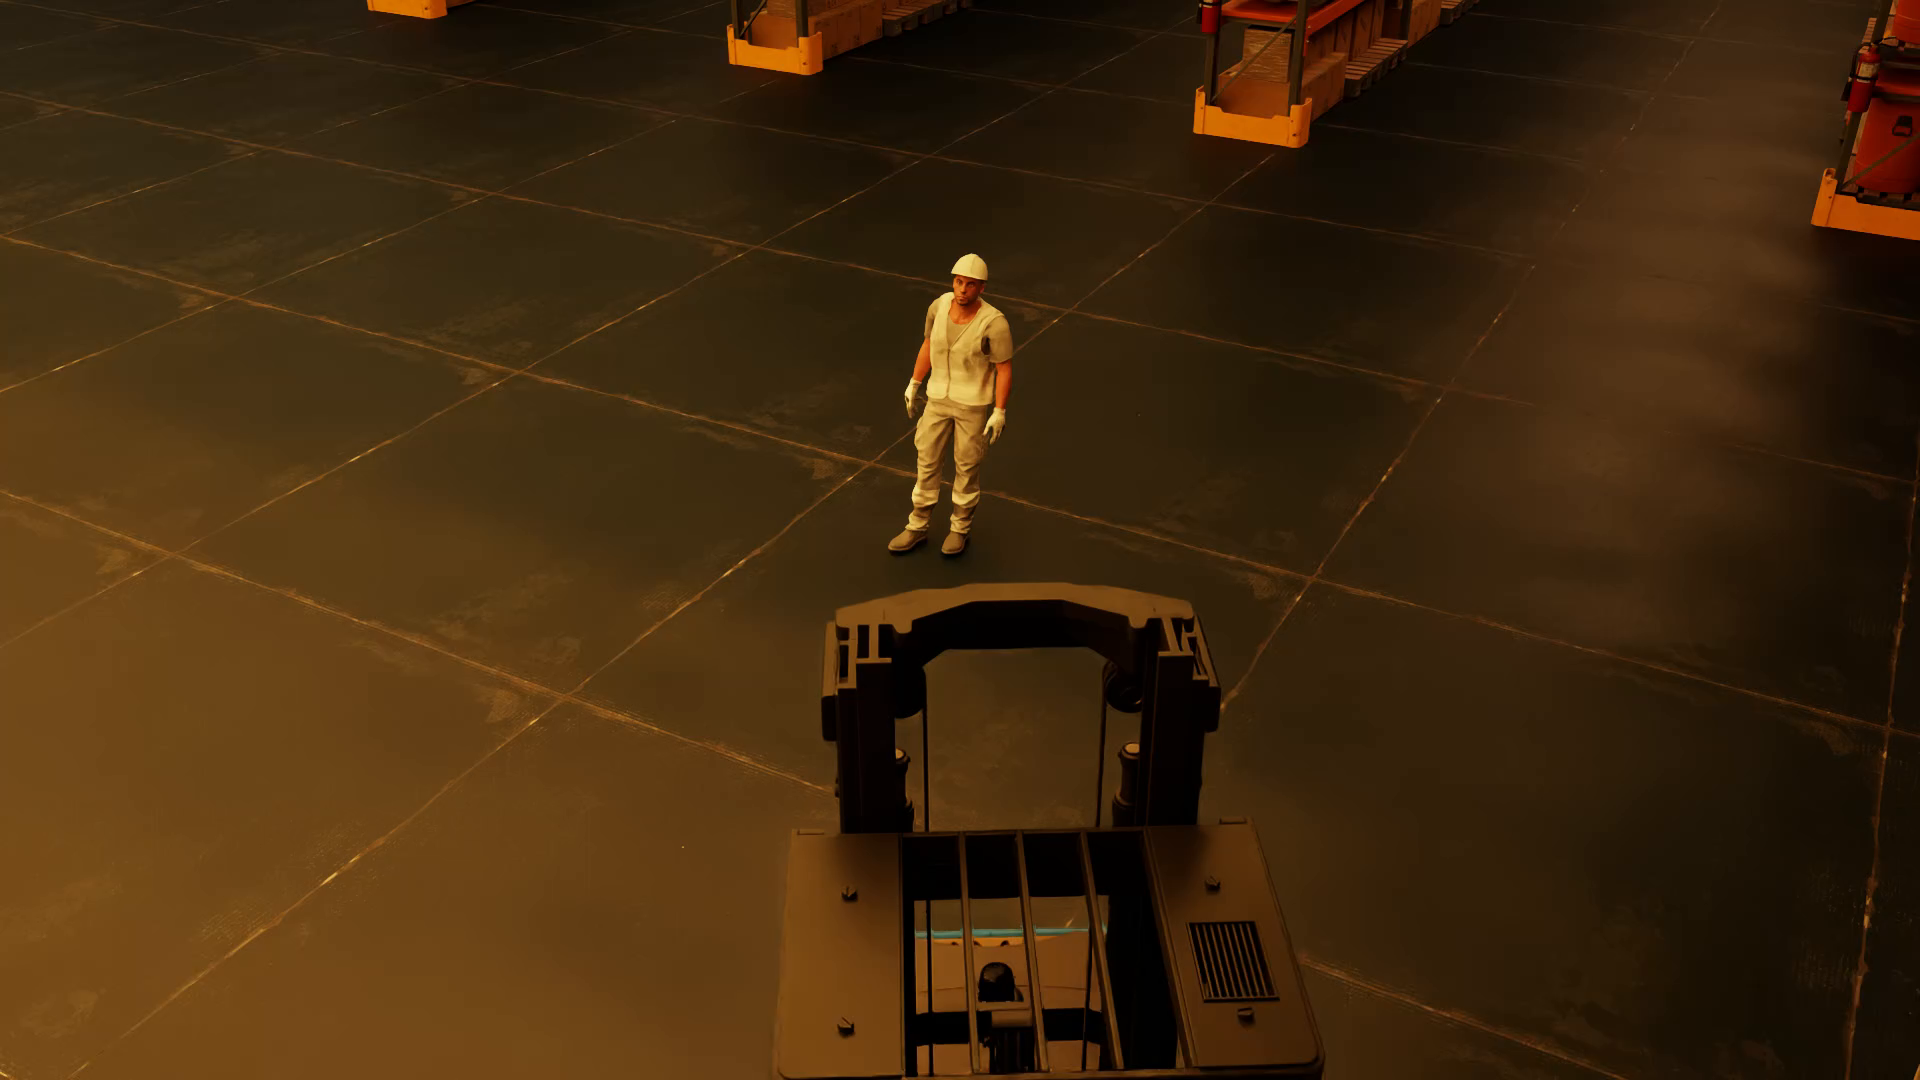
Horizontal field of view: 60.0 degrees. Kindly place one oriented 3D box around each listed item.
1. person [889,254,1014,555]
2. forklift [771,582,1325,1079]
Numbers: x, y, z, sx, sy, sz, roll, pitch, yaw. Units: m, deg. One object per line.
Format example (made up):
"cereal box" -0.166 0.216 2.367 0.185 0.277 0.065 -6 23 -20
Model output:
"person" -0.050 -0.749 9.497 0.637 1.787 0.564 15 33 25
"forklift" 0.159 1.701 4.124 1.130 2.935 3.031 -1 30 -2
